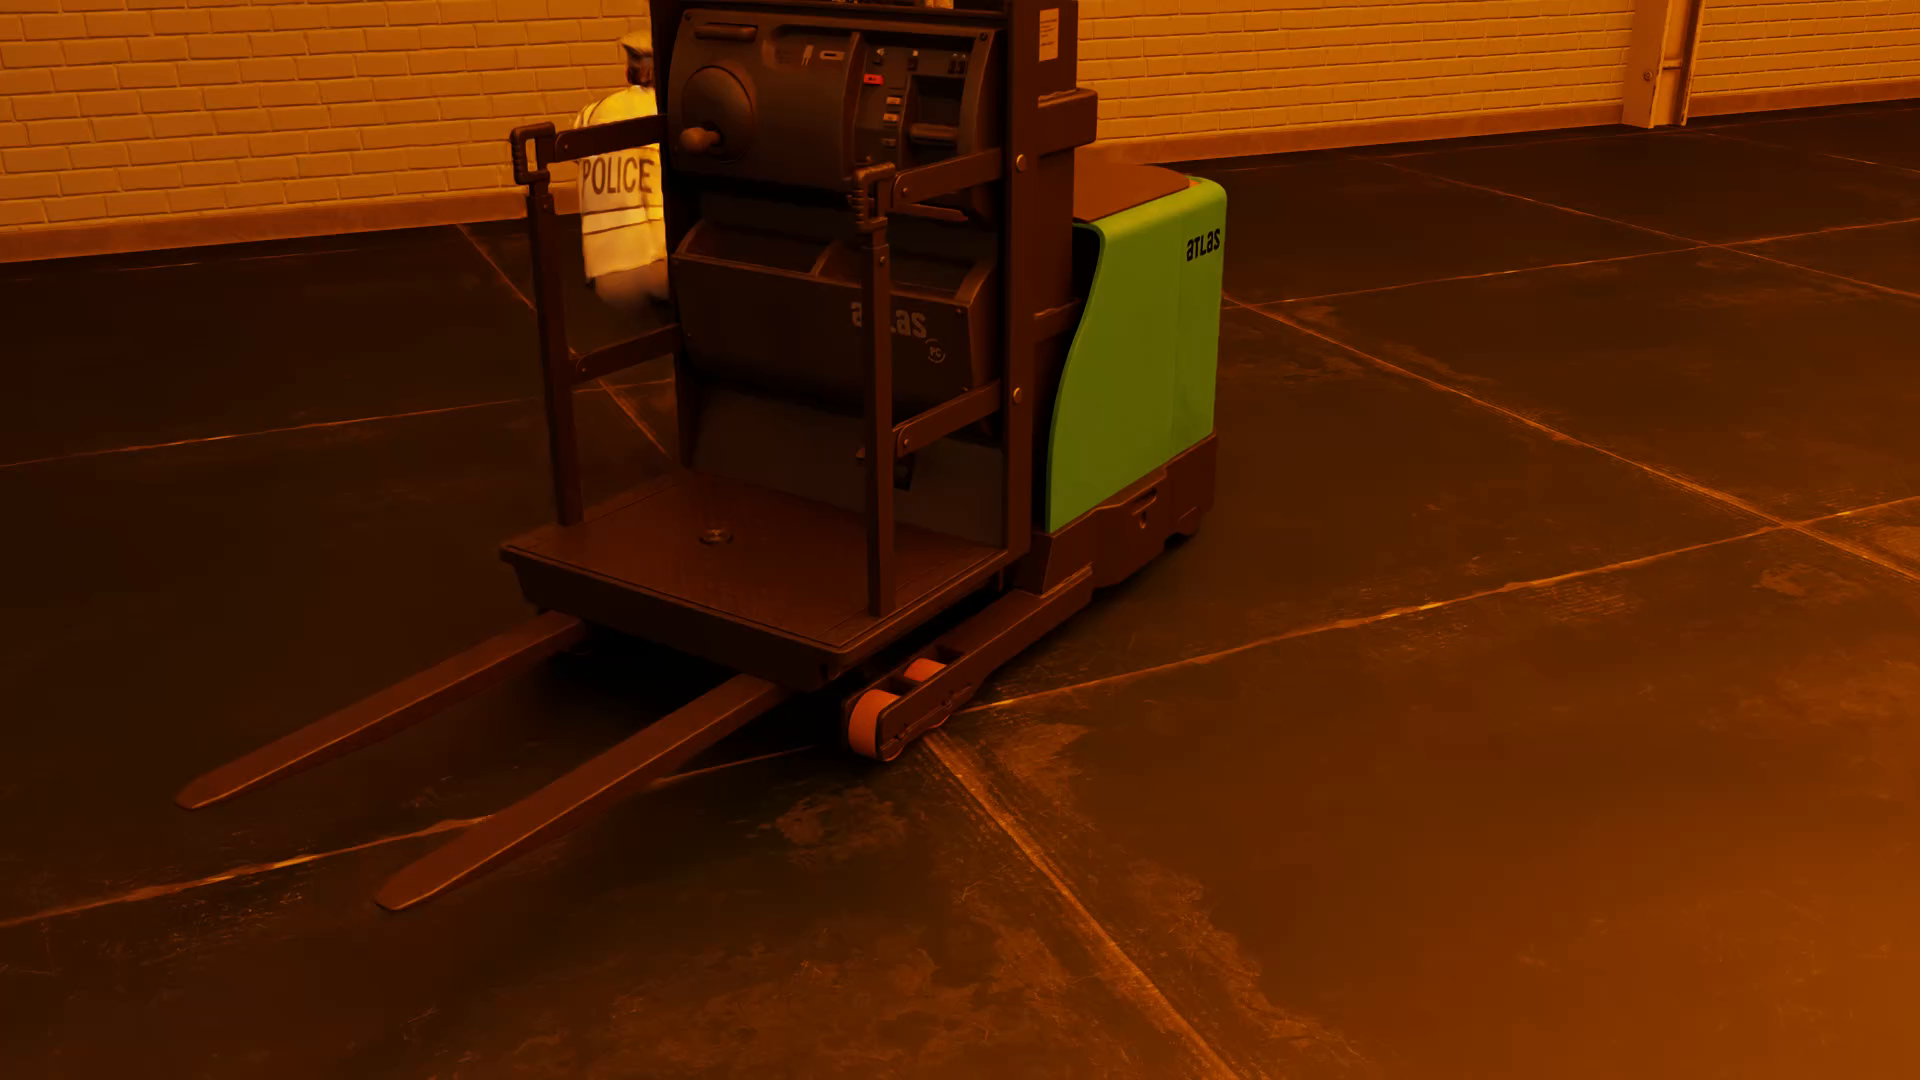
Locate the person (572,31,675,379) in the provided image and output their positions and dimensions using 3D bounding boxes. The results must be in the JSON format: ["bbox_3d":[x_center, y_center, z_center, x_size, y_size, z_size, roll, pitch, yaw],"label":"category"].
[{"bbox_3d":[-0.827,-0.977,5.637,1.095,1.422,0.898,5,23,12],"label":"person"}]

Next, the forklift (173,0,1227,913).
[{"bbox_3d":[-0.442,-1.045,3.801,1.130,2.935,3.031,14,27,31],"label":"forklift"}]
